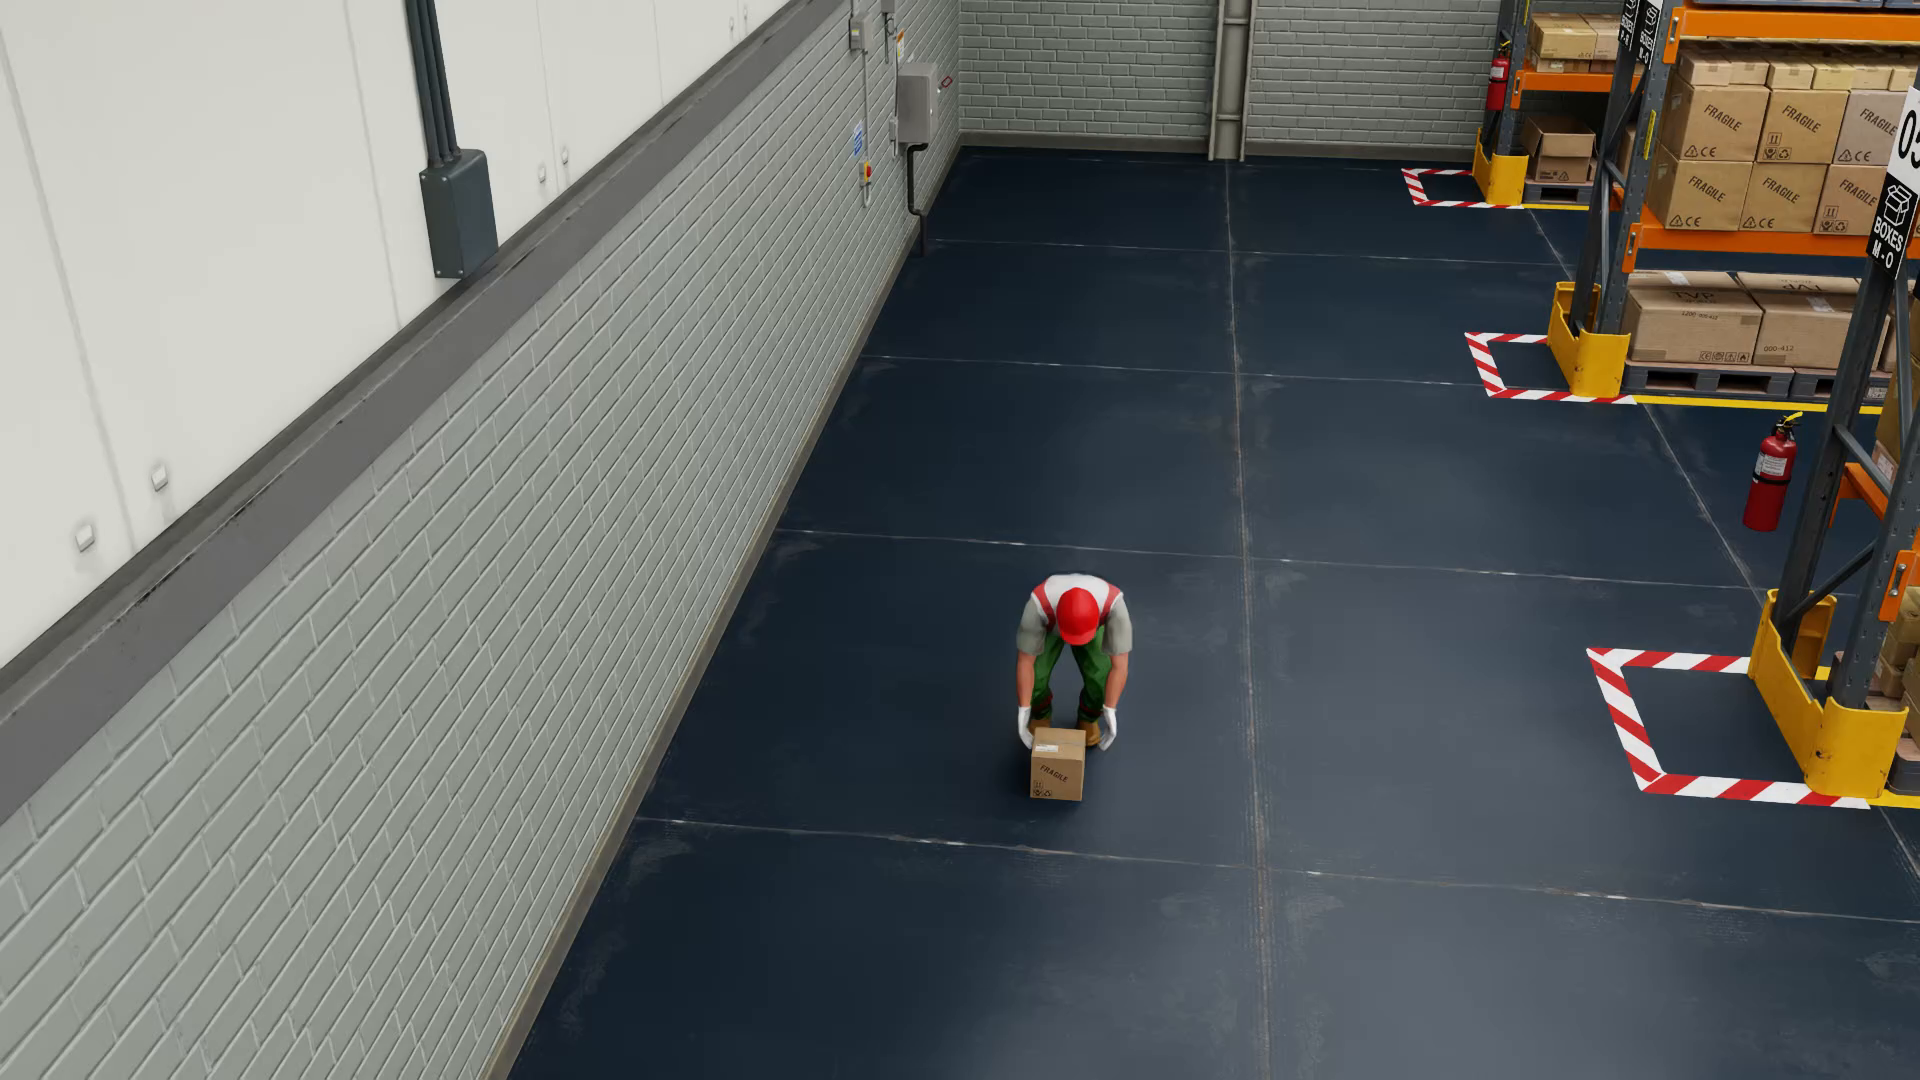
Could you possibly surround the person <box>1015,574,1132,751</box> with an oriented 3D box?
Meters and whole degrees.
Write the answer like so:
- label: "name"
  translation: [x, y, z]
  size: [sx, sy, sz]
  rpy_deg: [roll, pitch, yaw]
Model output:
- label: "person"
  translation: [0.565, 0.563, 8.288]
  size: [0.579, 1.091, 0.866]
  rpy_deg: [3, 28, 6]
